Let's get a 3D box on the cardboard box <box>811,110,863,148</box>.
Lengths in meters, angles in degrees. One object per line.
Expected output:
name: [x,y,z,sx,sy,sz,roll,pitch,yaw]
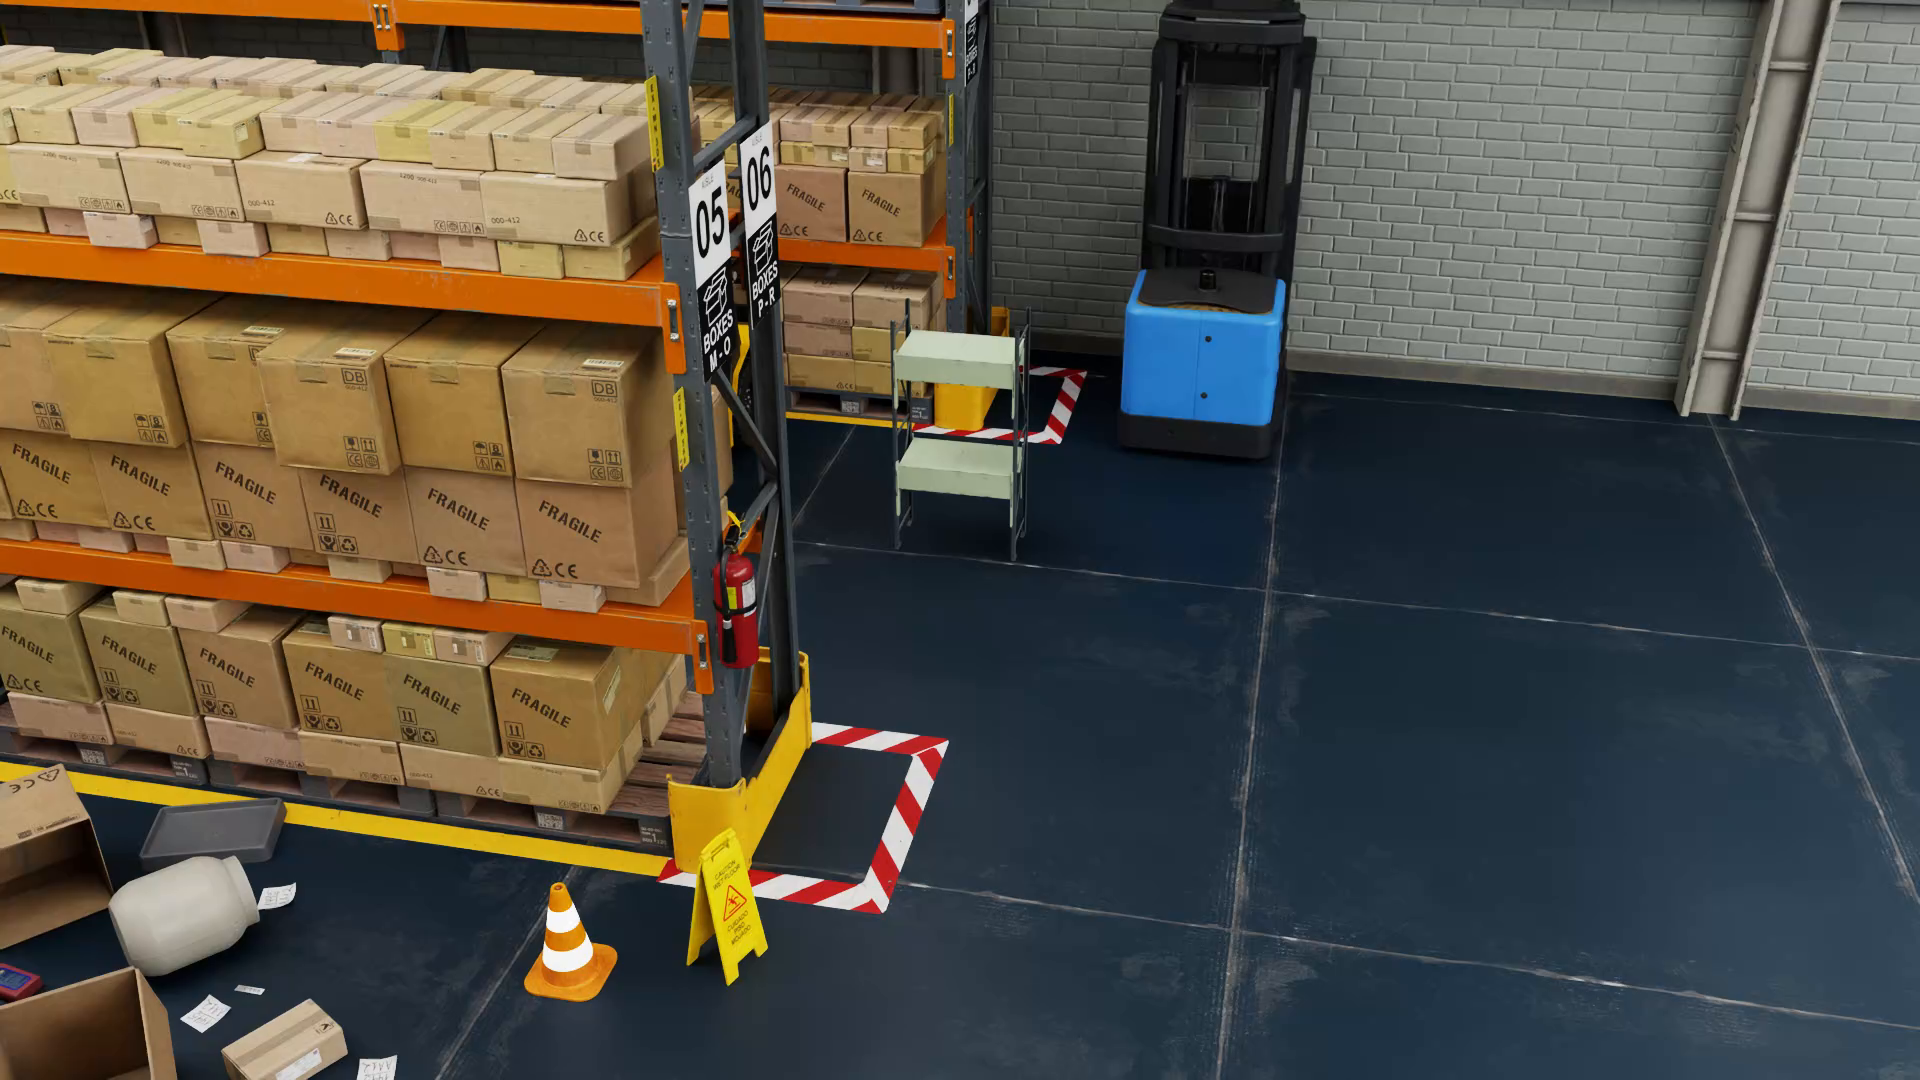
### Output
cardboard box: [-0.832,-2.798,11.309,0.250,0.149,0.380,7,29,12]

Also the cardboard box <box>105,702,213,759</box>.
cardboard box: [-3.828,0.808,8.238,0.500,0.250,0.500,8,30,13]

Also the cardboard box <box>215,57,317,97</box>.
cardboard box: [-2.981,-1.963,7.182,0.250,0.149,0.380,6,29,11]

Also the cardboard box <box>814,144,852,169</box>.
cardboard box: [-0.823,-2.676,11.397,0.250,0.149,0.380,6,29,12]

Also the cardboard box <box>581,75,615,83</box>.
cardboard box: [-2.708,-3.287,12.204,0.250,0.149,0.380,5,29,10]

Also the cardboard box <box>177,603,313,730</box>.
cardboard box: [-3.320,0.532,7.962,0.500,0.500,0.500,7,30,13]

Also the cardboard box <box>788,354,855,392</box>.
cardboard box: [-0.938,-1.309,12.106,0.500,0.250,0.500,6,29,11]

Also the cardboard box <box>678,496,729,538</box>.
cardboard box: [-1.250,-0.068,7.674,0.250,0.149,0.380,6,29,11]

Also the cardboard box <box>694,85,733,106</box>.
cardboard box: [-1.719,-3.140,11.934,0.250,0.149,0.380,6,29,11]

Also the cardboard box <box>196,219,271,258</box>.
cardboard box: [-2.880,-1.290,6.782,0.250,0.149,0.380,6,29,10]

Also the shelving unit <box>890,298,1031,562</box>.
shelving unit: [0.007,-0.657,10.051,0.755,1.500,0.431,6,29,11]

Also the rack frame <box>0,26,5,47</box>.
rack frame: [-7.752,-3.180,13.098,0.127,3.000,1.000,6,29,11]

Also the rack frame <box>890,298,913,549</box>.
rack frame: [-0.351,-0.694,10.118,0.023,1.500,0.400,6,29,11]

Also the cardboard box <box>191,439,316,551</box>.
cardboard box: [-3.018,-0.310,7.441,0.500,0.500,0.500,6,29,11]

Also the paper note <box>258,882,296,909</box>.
paper note: [-3.066,1.597,7.463,0.148,0.019,0.142,-4,29,-7]

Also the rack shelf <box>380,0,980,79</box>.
rack shelf: [-1.884,-3.579,11.451,4.000,0.370,1.077,6,29,11]

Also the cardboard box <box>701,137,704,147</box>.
cardboard box: [-1.811,-2.794,11.613,0.250,0.149,0.380,6,29,10]

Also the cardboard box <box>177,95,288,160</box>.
cardboard box: [-2.860,-1.635,6.583,0.250,0.149,0.380,7,29,12]

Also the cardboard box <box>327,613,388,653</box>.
cardboard box: [-2.675,0.345,7.628,0.250,0.149,0.380,7,29,13]

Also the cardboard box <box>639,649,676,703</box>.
cardboard box: [-1.716,0.433,8.142,0.500,0.500,0.500,5,29,9]

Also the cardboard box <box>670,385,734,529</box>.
cardboard box: [-1.366,-0.399,7.603,0.500,0.500,0.500,5,29,10]

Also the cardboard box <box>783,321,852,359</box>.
cardboard box: [-0.958,-1.533,11.994,0.500,0.250,0.500,6,29,10]

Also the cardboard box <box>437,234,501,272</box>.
cardboard box: [-1.871,-1.209,6.634,0.250,0.149,0.380,7,29,12]

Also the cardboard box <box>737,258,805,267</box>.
cardboard box: [-1.335,-2.035,12.391,0.500,0.250,0.500,6,29,10]

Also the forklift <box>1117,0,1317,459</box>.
forklift: [1.903,-2.528,11.978,1.130,2.935,3.031,6,29,11]

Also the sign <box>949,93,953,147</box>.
sign: [-0.055,-2.736,10.834,0.005,0.325,0.100,6,29,11]

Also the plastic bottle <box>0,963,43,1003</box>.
plastic bottle: [-4.002,1.851,6.967,0.283,0.061,0.133,11,31,19]

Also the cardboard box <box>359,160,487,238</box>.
cardboard box: [-2.007,-1.409,6.585,0.500,0.250,0.500,5,29,10]

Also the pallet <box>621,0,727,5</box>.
pallet: [-1.811,-3.859,11.307,1.213,0.211,1.003,6,29,11]

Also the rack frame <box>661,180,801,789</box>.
rack frame: [-0.961,-0.047,7.374,0.127,3.000,1.000,6,29,11]

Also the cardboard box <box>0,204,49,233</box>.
cardboard box: [-3.873,-1.438,7.052,0.250,0.149,0.380,7,29,12]

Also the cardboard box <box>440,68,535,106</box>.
cardboard box: [-1.977,-1.865,7.003,0.250,0.149,0.380,6,29,10]

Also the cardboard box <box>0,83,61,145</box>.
cardboard box: [-3.865,-1.736,6.767,0.250,0.149,0.380,6,29,10]

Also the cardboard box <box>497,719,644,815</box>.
cardboard box: [-1.831,1.018,7.855,0.500,0.250,0.500,6,29,10]

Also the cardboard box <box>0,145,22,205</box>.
cardboard box: [-3.993,-1.608,6.949,0.500,0.250,0.500,6,29,10]

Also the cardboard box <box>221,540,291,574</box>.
cardboard box: [-3.130,-0.011,7.569,0.250,0.149,0.380,6,29,10]

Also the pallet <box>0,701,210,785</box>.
pallet: [-4.209,0.826,8.683,1.213,0.211,1.003,6,29,11]

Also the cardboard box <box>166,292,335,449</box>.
cardboard box: [-2.979,-0.781,7.259,0.500,0.500,0.700,6,29,10]

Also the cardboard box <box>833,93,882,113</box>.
cardboard box: [-0.722,-3.033,11.739,0.250,0.149,0.380,6,29,12]

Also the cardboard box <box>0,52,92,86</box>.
cardboard box: [-4.011,-2.016,7.278,0.250,0.149,0.380,7,29,12]

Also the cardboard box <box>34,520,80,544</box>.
cardboard box: [-4.108,-0.142,7.810,0.250,0.149,0.380,6,29,10]

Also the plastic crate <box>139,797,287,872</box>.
plastic crate: [-3.509,1.375,7.817,0.583,0.080,0.402,-4,29,-7]

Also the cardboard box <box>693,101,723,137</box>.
cardboard box: [-1.824,-2.925,11.542,0.250,0.149,0.380,6,29,11]

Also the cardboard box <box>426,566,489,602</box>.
cardboard box: [-2.147,0.106,7.357,0.250,0.149,0.380,6,29,11]

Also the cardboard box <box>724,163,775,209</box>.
cardboard box: [-1.471,-2.456,11.670,0.500,0.500,0.500,5,29,10]

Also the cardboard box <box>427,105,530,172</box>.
cardboard box: [-1.851,-1.558,6.442,0.250,0.149,0.380,6,29,10]

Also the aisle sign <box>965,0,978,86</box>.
aisle sign: [0.075,-3.374,10.744,0.004,0.787,0.394,6,29,11]

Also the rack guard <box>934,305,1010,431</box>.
rack guard: [0.095,-1.279,12.228,0.348,0.500,1.175,6,29,11]

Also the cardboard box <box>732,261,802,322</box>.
cardboard box: [-1.440,-1.789,11.941,0.500,0.250,0.500,6,29,11]
